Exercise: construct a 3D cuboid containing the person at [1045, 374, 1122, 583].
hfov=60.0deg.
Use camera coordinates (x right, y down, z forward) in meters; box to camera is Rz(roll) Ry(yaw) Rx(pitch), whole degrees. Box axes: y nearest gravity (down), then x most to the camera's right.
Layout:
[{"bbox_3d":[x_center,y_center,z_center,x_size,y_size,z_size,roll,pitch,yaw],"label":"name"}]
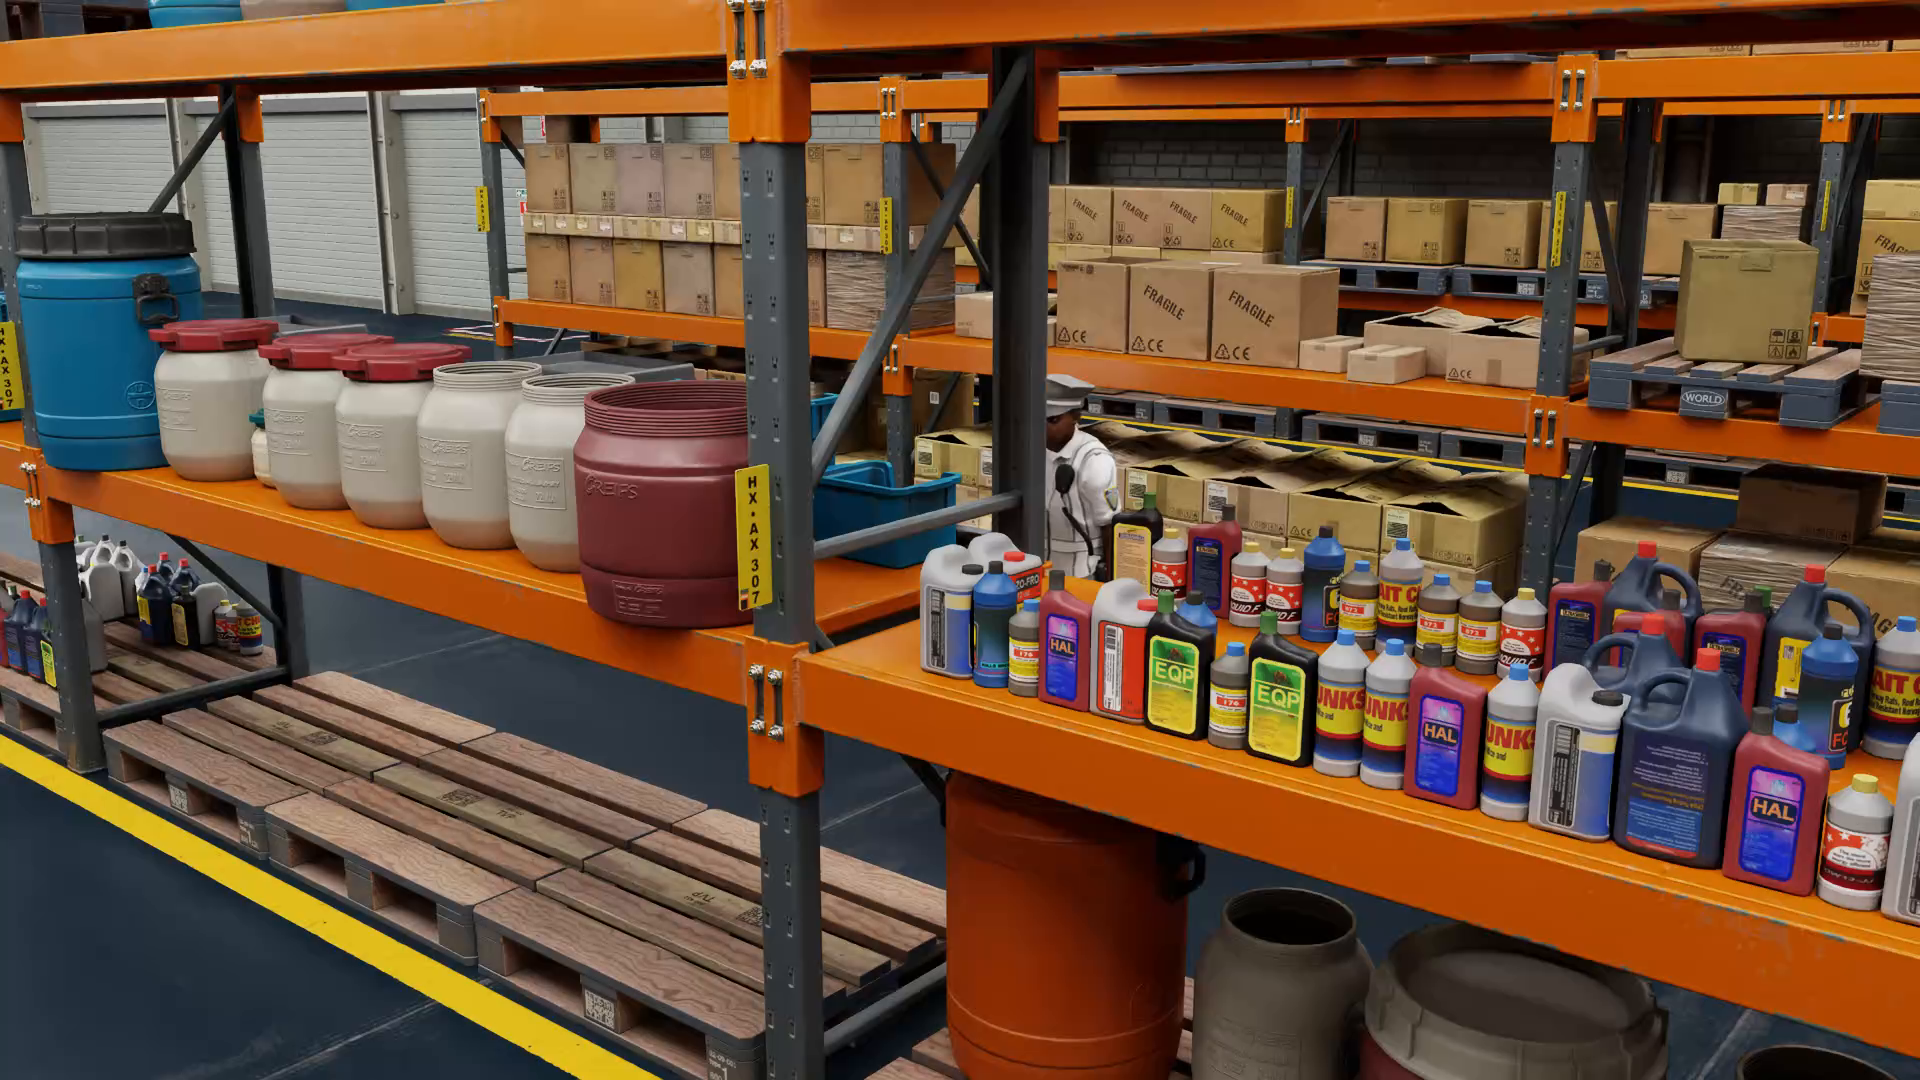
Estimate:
[{"bbox_3d":[0.345,0.201,6.153,0.522,1.657,0.427,10,16,35],"label":"person"}]
